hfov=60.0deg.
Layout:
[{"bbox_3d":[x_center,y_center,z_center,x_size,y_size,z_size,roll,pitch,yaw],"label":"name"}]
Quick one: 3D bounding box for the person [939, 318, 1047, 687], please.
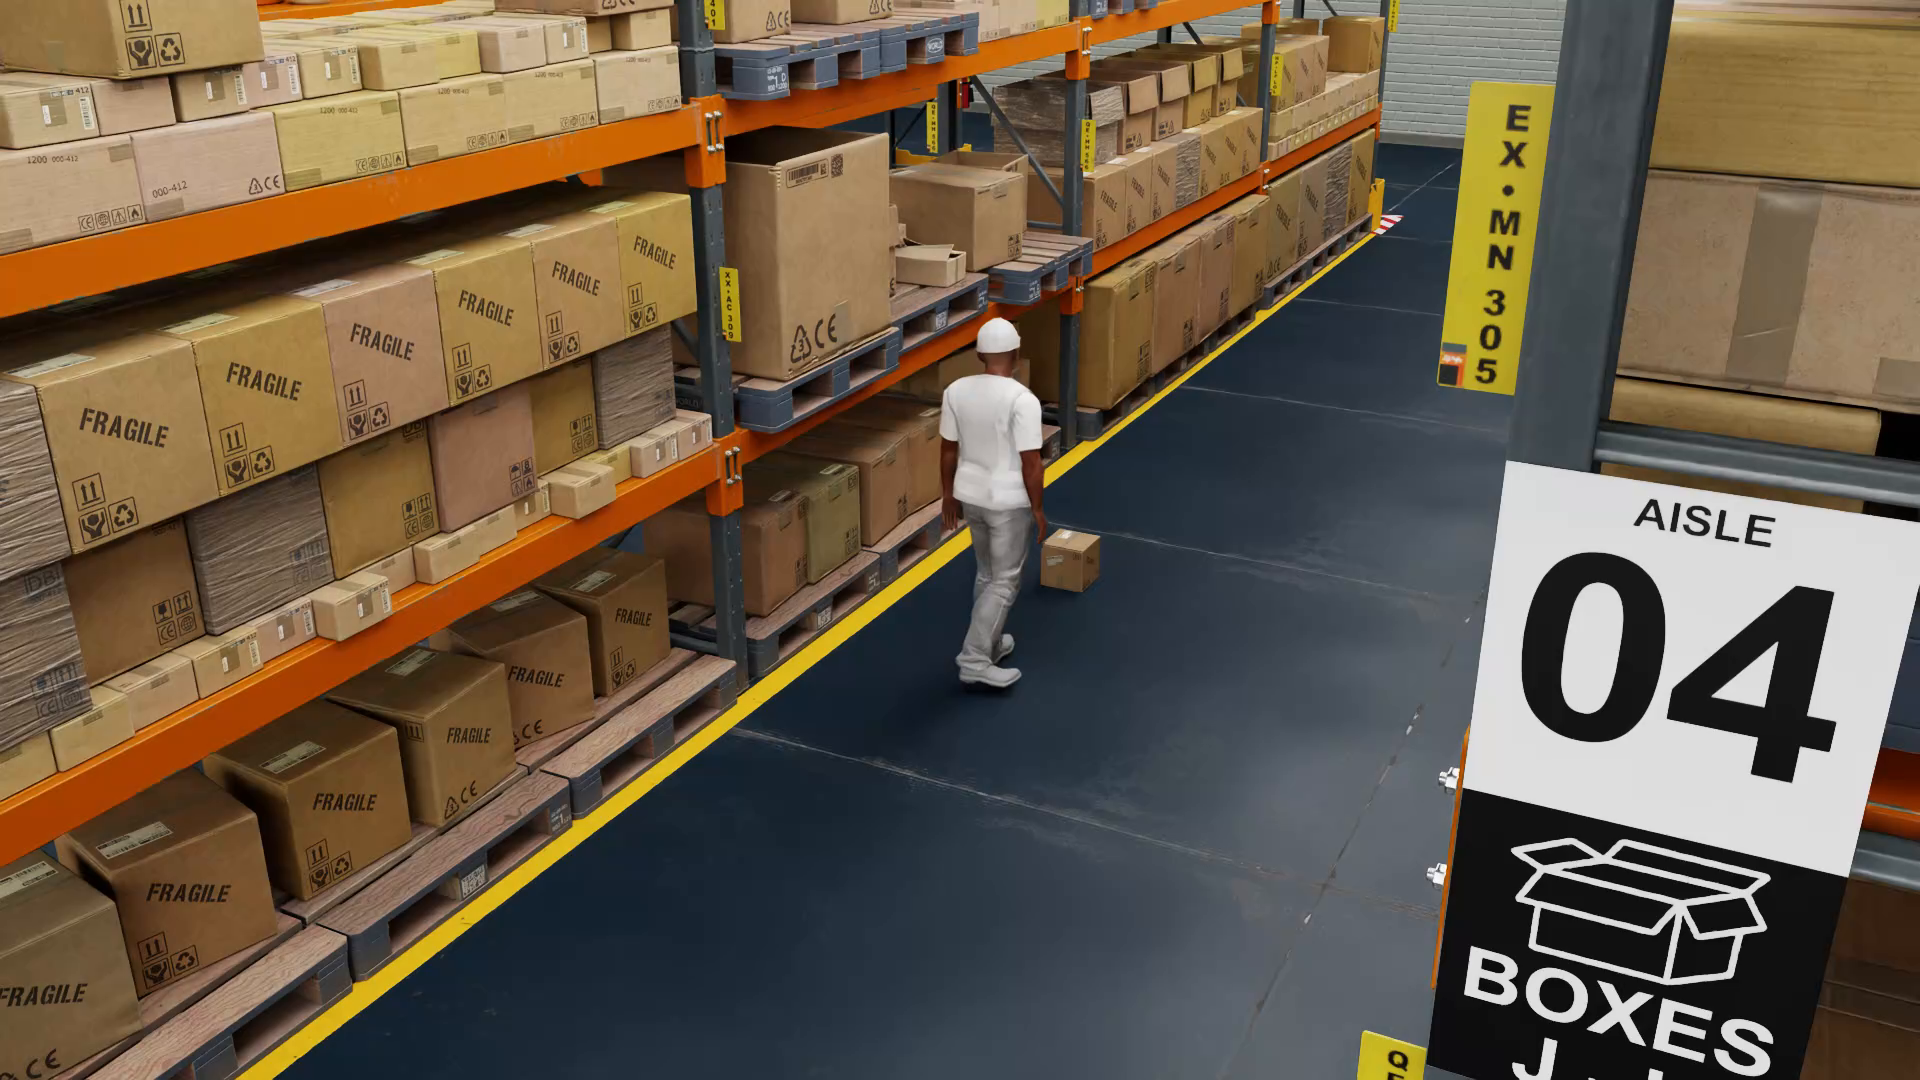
[{"bbox_3d":[0.132,-0.174,7.985,0.603,1.754,0.571,19,29,38],"label":"person"}]
